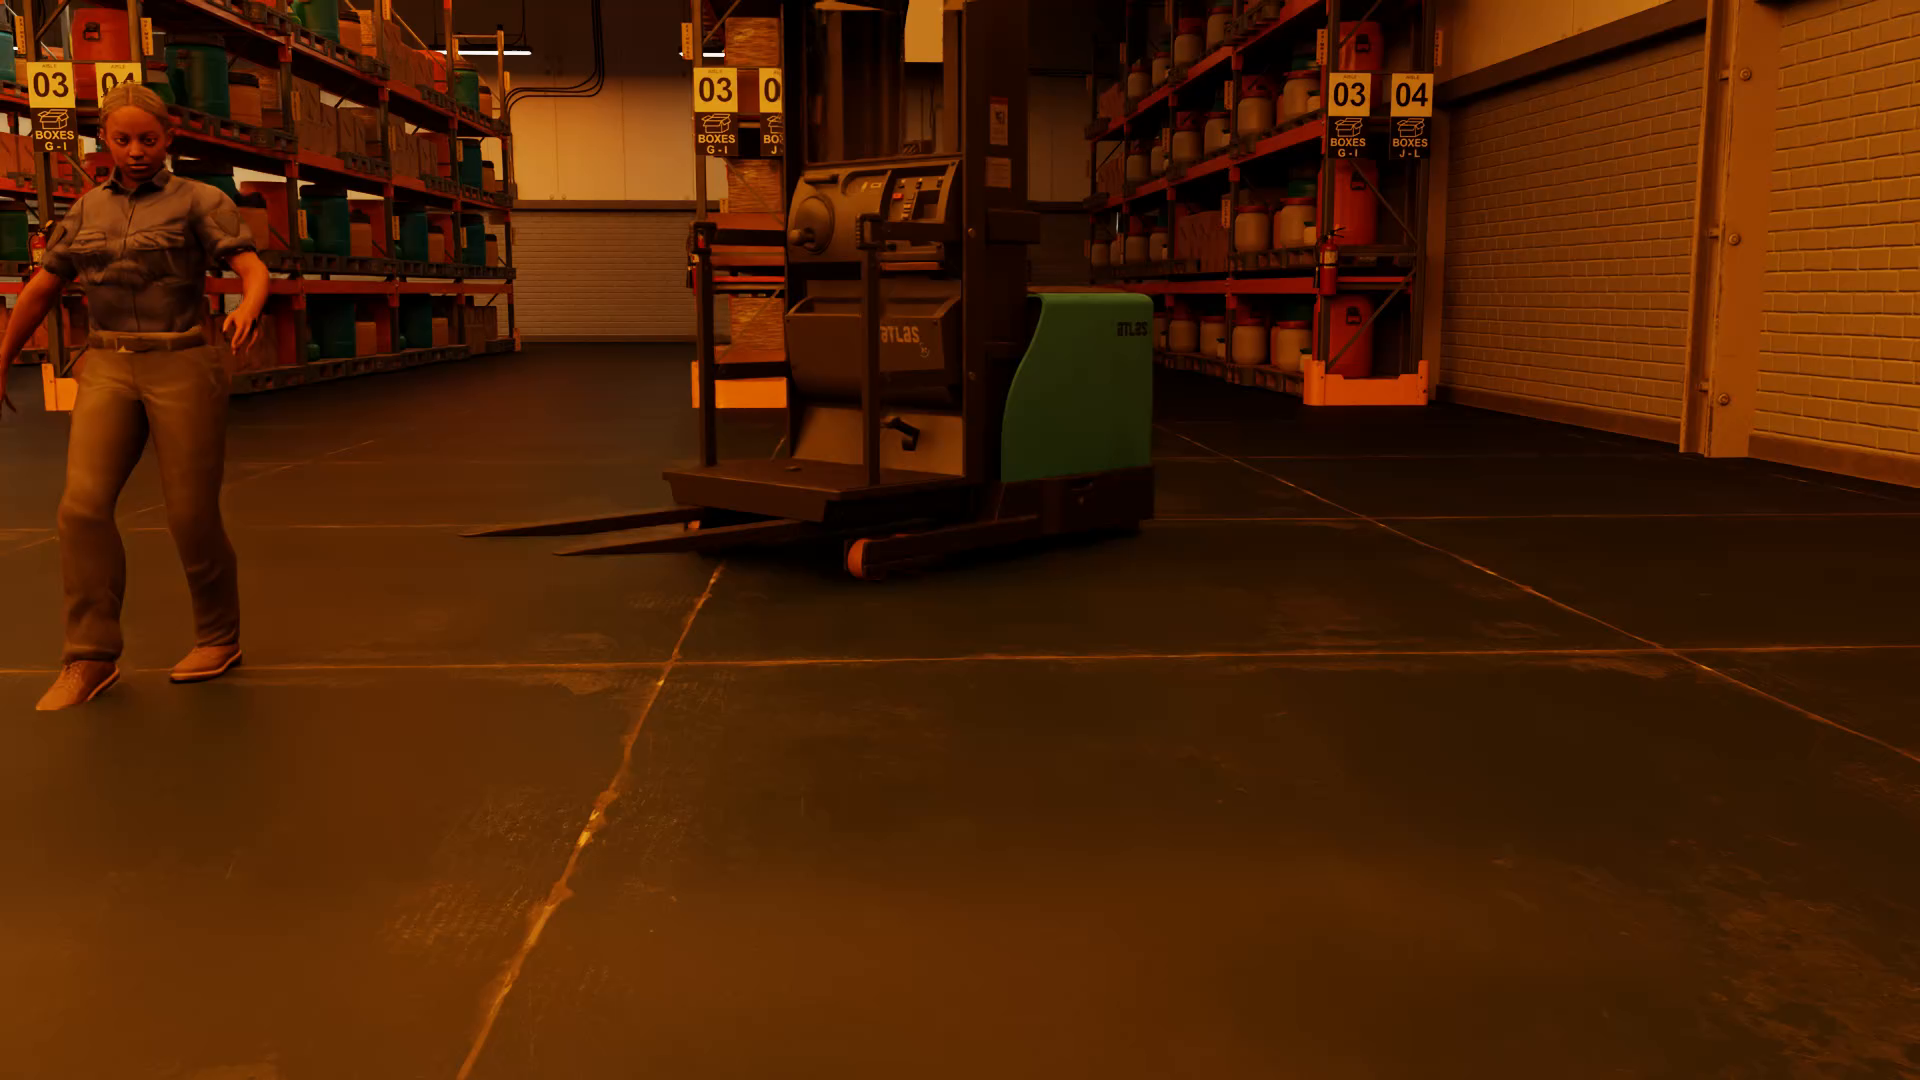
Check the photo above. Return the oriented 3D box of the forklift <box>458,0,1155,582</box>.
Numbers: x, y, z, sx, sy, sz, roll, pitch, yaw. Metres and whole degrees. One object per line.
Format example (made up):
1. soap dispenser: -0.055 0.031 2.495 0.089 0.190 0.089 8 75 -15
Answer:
1. forklift: -0.505 -1.377 6.604 1.130 2.935 3.031 8 12 43

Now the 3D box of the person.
1. person: -2.248 -0.379 4.493 0.915 1.676 0.614 0 8 2
